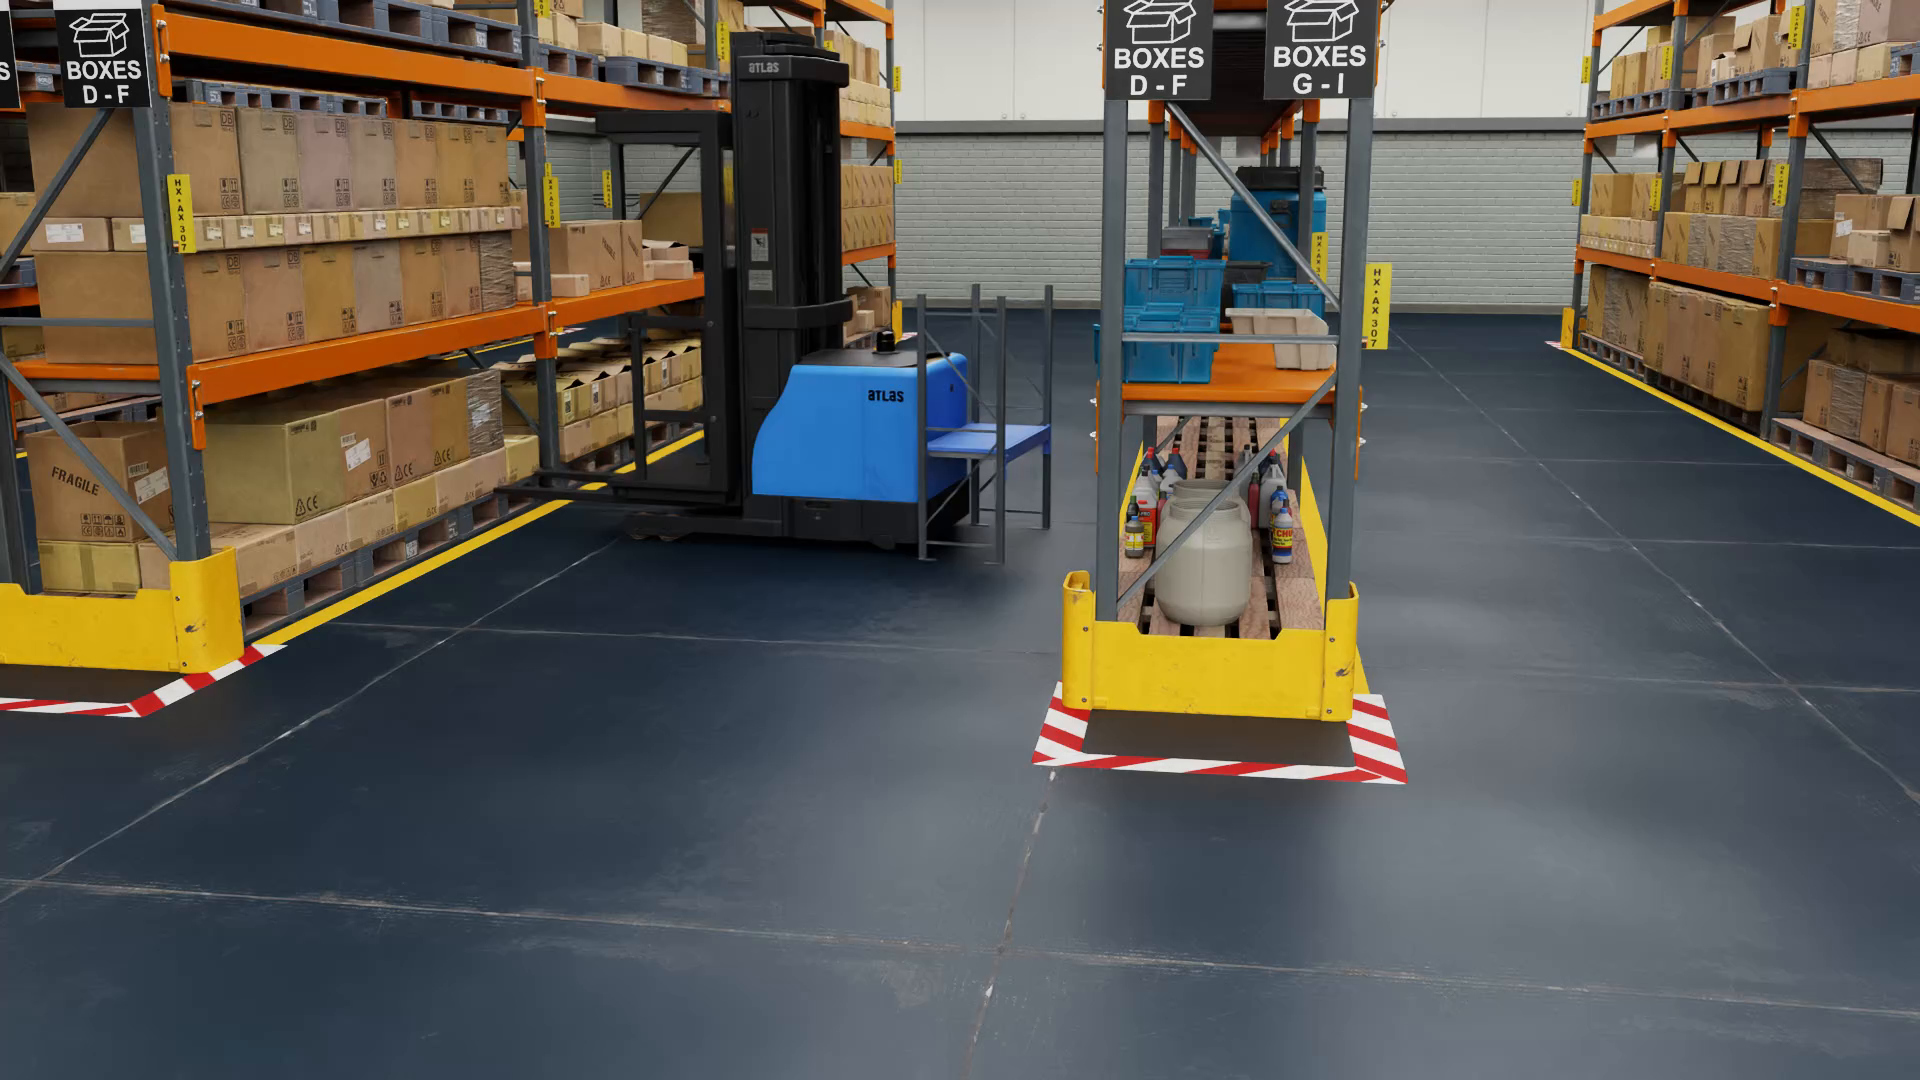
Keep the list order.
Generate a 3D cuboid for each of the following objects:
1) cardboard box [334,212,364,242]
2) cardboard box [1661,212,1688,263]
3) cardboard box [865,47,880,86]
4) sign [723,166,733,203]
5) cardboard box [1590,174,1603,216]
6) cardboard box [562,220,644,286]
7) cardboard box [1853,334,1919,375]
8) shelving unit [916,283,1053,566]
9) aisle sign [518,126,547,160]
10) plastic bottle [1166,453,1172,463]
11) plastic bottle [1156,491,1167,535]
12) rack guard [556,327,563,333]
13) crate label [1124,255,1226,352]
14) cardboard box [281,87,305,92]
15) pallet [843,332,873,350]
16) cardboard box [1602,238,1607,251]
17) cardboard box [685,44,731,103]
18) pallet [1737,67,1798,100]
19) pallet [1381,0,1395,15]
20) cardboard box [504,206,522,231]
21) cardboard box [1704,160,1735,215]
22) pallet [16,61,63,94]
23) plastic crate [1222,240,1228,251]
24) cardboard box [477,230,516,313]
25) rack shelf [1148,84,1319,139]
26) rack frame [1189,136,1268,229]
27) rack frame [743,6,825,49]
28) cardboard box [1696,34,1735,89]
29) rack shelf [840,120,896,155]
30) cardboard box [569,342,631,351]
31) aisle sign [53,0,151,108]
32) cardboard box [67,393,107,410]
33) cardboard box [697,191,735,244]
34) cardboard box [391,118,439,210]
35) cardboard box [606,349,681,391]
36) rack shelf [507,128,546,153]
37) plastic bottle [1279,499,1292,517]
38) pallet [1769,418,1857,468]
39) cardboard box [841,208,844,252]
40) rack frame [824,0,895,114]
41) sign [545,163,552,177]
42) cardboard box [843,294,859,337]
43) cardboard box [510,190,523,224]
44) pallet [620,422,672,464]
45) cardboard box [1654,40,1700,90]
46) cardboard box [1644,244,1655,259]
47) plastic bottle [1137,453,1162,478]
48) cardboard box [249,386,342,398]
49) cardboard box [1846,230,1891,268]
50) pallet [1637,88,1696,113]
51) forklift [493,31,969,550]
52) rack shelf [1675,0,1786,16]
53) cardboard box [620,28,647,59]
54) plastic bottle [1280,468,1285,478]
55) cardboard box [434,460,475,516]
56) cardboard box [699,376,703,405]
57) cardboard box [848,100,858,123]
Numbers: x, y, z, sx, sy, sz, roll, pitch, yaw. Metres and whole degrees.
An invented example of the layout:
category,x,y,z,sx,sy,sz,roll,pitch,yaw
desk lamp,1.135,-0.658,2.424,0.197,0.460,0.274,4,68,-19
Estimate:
category,x,y,z,sx,sy,sz,roll,pitch,yaw
cardboard box,-3.375,-1.648,8.743,0.380,0.149,0.250,2,12,8
cardboard box,7.472,-3.076,16.911,0.500,0.500,0.500,2,12,9
cardboard box,-1.446,-6.166,21.755,0.700,0.500,0.500,2,12,9
sign,-2.064,-3.153,14.756,0.100,0.325,0.005,2,12,9
cardboard box,7.987,-4.191,20.192,0.500,0.500,0.500,2,12,7
cardboard box,-2.855,-2.303,13.324,0.500,0.500,0.500,1,12,6
cardboard box,7.030,-1.391,12.437,0.500,0.250,0.500,3,13,15
shelving unit,0.161,-0.708,9.719,0.538,1.500,1.048,4,13,17
aisle sign,-5.971,-5.706,23.177,0.394,0.787,0.004,2,12,9
plastic bottle,1.266,-0.374,10.012,0.061,0.283,0.133,2,12,9
plastic bottle,1.070,-0.110,8.786,0.061,0.283,0.133,2,12,9
rack guard,-6.275,-3.212,23.713,1.175,0.500,0.348,2,12,9
crate label,1.066,-1.187,8.297,0.502,0.435,0.616,2,12,9
cardboard box,-7.300,-4.927,17.335,0.700,0.500,0.500,2,12,9
pallet,-1.706,-2.471,20.961,1.003,0.211,1.213,2,12,9
cardboard box,7.829,-3.494,19.683,0.380,0.149,0.250,2,12,8
cardboard box,-2.580,-4.211,15.058,0.910,0.500,0.500,2,12,9
pallet,7.221,-3.792,13.799,1.213,0.211,1.003,2,12,11
pallet,1.274,-2.321,6.971,1.003,0.211,1.213,2,12,9
cardboard box,-3.059,-2.074,10.721,0.380,0.149,0.250,2,12,9
cardboard box,7.583,-3.379,15.933,0.797,0.503,0.637,2,12,9
pallet,-7.767,-3.647,13.122,1.213,0.211,1.003,2,12,9
plastic crate,3.108,-3.268,18.523,0.396,0.136,0.243,2,12,9
cardboard box,-3.291,-1.728,10.654,0.700,0.500,0.500,2,12,7
rack shelf,1.973,-3.141,12.038,1.077,0.370,4.000,2,12,9
rack frame,3.511,-4.108,21.937,1.000,3.000,0.127,2,12,9
rack frame,-1.998,-6.370,18.190,1.000,3.000,0.127,2,12,9
cardboard box,7.710,-4.715,16.396,0.700,0.500,0.500,2,12,10
rack shelf,-1.691,-4.968,20.513,1.077,0.370,4.000,2,12,9
cardboard box,-3.057,-1.531,14.174,0.500,0.311,0.500,2,12,7
aisle sign,-3.551,-2.186,6.847,0.394,0.787,0.004,2,12,9
cardboard box,-7.810,-1.398,14.249,0.700,0.500,0.500,2,12,8
cardboard box,-2.299,-3.177,16.383,0.700,0.500,0.500,4,13,19
cardboard box,-3.445,-2.153,9.546,0.700,0.500,0.500,2,12,9
cardboard box,-2.605,-1.409,13.611,0.500,0.311,0.500,2,12,8
rack shelf,-6.586,-5.128,21.255,1.077,0.370,4.000,2,12,9
plastic bottle,1.690,-0.079,8.642,0.061,0.283,0.133,2,12,10
pallet,7.053,-0.757,13.004,1.003,0.211,1.213,2,12,9
cardboard box,-1.651,-3.583,19.263,0.500,0.500,0.500,2,12,10
rack frame,-1.383,-7.202,22.053,1.000,3.000,0.127,2,12,9
sign,-5.744,-5.091,23.185,0.100,0.325,0.005,2,12,9
cardboard box,-1.714,-2.823,20.854,0.797,0.503,0.637,2,12,9
cardboard box,-6.448,-4.318,22.196,0.980,0.700,0.700,2,12,8
pallet,-2.969,-0.818,13.287,1.003,0.211,1.213,2,12,9
cardboard box,7.851,-5.050,17.712,0.700,0.500,0.500,1,12,5
cardboard box,7.513,-3.067,17.699,0.380,0.149,0.250,2,12,9
plastic bottle,1.102,-0.337,9.679,0.144,0.351,0.185,1,12,6
cardboard box,-3.838,-0.601,9.411,0.500,0.500,0.500,2,12,9
cardboard box,6.689,-2.073,11.852,0.500,0.250,0.500,2,12,7
pallet,7.926,-4.708,17.811,1.003,0.211,1.213,2,12,9
forklift,-1.517,-1.527,10.120,3.031,2.935,1.130,3,13,15
rack shelf,7.482,-5.084,14.883,1.077,0.370,4.000,2,12,9
cardboard box,-2.790,-3.878,13.107,0.500,0.250,0.500,2,12,8
plastic bottle,1.838,-0.279,9.571,0.061,0.283,0.133,3,12,12
cardboard box,-3.233,-0.321,9.892,0.500,0.250,0.500,2,12,9
cardboard box,-2.453,-1.348,14.659,0.500,0.250,0.500,2,12,10
cardboard box,-1.520,-5.131,19.919,0.500,0.250,0.500,2,12,9
